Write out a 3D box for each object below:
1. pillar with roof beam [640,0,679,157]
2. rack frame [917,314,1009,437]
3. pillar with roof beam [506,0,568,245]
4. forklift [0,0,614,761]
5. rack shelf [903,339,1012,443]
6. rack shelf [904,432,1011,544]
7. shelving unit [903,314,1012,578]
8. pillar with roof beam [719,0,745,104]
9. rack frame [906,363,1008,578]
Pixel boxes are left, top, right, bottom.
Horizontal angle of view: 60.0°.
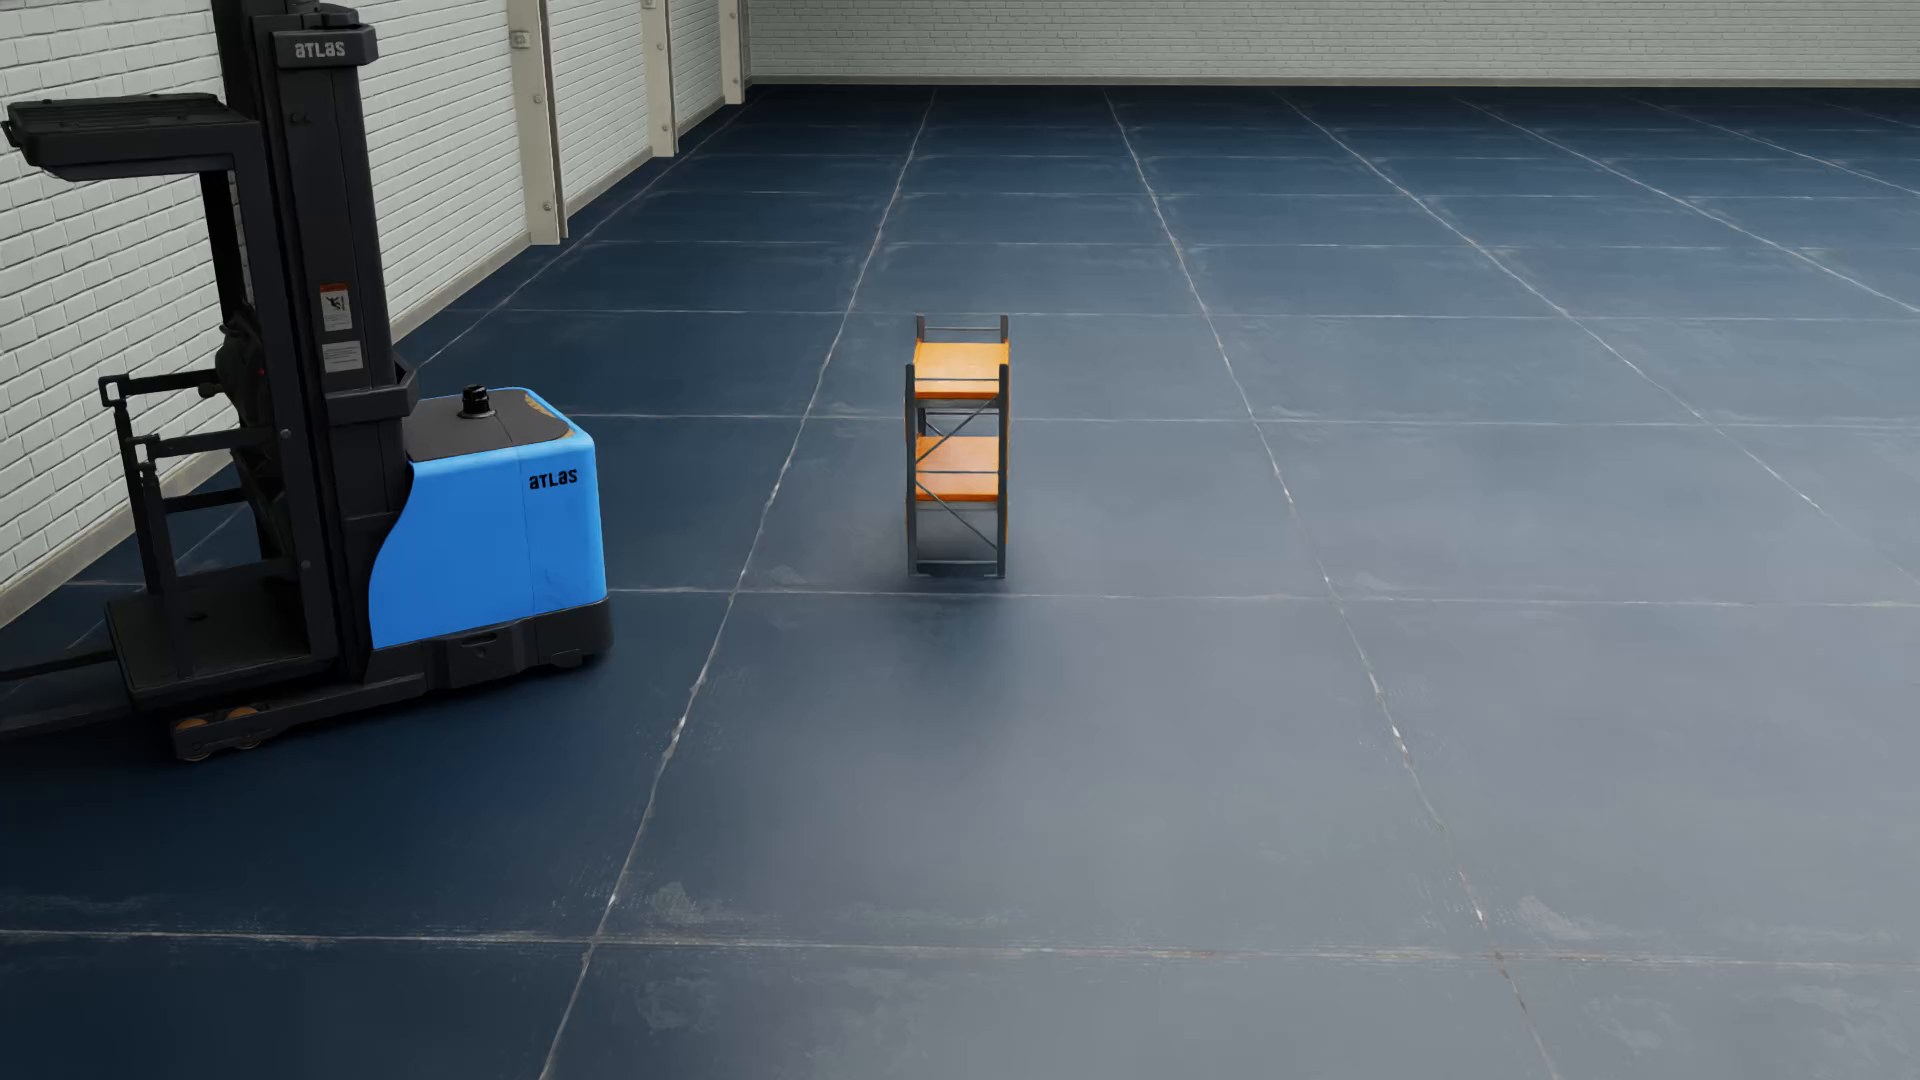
[{"bbox_3d":[0.317,-9.348,20.682,9.100,9.000,0.400,1,21,2],"label":"pillar with roof beam"},{"bbox_3d":[0.015,-0.706,9.293,0.500,1.125,0.032,1,21,2],"label":"rack frame"},{"bbox_3d":[0.135,-7.179,15.090,9.100,9.000,0.400,1,21,2],"label":"pillar with roof beam"},{"bbox_3d":[-3.114,-0.691,6.758,3.031,2.935,1.130,-12,24,-29],"label":"forklift"},{"bbox_3d":[0.000,-0.795,8.713,0.538,0.278,1.000,1,21,2],"label":"rack shelf"},{"bbox_3d":[0.000,-0.294,8.908,0.538,0.278,1.000,1,21,2],"label":"rack shelf"},{"bbox_3d":[0.000,-0.522,8.819,0.538,1.125,1.048,1,21,2],"label":"shelving unit"},{"bbox_3d":[0.500,-11.518,26.273,9.100,9.000,0.400,1,21,2],"label":"pillar with roof beam"},{"bbox_3d":[-0.016,-0.338,8.345,0.500,1.125,0.032,1,21,2],"label":"rack frame"}]
